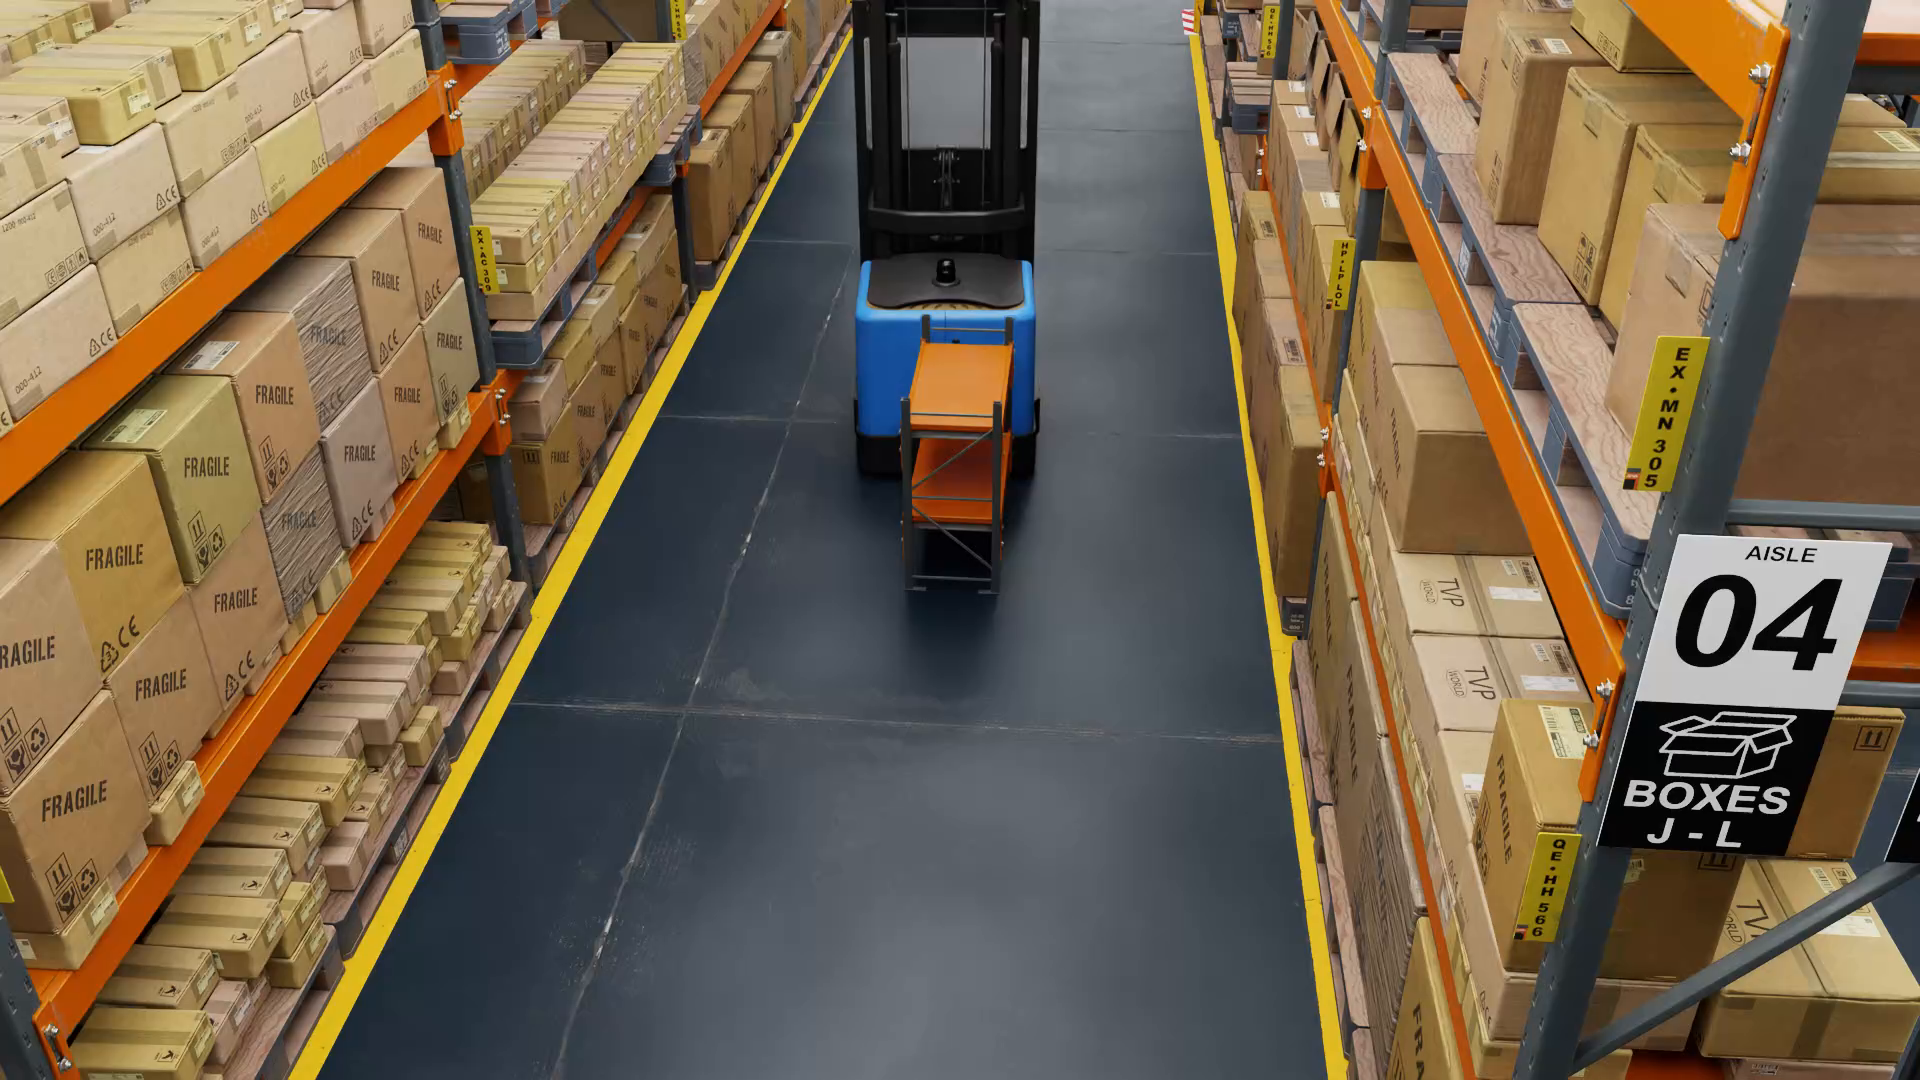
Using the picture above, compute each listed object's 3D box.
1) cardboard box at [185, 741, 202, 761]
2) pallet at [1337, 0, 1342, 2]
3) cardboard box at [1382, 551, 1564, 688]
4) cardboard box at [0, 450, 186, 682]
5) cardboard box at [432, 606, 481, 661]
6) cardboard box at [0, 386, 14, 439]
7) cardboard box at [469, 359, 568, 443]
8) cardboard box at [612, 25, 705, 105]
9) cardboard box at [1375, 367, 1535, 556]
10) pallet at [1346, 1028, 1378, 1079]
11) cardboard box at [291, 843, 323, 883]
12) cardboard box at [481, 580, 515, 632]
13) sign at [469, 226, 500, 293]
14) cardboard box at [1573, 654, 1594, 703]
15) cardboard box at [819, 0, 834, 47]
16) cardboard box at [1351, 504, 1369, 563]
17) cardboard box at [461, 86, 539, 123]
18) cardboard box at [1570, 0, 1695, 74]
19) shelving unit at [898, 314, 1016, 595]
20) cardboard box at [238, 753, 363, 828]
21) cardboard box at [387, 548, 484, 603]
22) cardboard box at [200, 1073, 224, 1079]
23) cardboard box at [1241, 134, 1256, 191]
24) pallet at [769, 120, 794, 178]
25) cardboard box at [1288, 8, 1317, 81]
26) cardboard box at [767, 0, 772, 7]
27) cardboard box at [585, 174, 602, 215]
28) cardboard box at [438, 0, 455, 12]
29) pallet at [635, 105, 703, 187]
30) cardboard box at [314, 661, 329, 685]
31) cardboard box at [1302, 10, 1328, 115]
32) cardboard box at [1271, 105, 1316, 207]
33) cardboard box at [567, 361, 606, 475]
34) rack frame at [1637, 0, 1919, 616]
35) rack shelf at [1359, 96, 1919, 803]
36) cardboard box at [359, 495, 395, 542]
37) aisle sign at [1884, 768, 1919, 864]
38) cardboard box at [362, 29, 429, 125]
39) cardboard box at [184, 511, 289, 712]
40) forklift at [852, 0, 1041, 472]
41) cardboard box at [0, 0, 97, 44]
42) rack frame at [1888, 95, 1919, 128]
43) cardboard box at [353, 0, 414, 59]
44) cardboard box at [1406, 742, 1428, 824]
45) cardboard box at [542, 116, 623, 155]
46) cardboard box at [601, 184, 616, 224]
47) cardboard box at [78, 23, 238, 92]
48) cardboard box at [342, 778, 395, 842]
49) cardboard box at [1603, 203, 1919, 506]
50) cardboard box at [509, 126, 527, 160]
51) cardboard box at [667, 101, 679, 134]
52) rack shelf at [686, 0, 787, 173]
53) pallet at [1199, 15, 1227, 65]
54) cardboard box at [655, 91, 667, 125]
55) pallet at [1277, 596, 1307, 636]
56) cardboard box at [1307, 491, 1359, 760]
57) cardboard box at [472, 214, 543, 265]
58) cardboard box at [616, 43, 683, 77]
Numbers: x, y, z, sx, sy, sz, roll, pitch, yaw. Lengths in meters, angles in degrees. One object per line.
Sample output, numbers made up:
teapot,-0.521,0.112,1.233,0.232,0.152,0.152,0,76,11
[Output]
cardboard box,-2.767,0.688,5.514,0.380,0.149,0.250,4,32,6
pallet,2.439,-3.040,8.645,1.003,0.211,1.213,4,32,6
cardboard box,1.772,0.284,5.789,0.500,0.250,0.500,3,32,4
cardboard box,-2.724,0.069,4.948,0.500,0.500,0.500,3,32,5
cardboard box,-2.457,0.429,7.728,0.380,0.149,0.250,1,32,2
cardboard box,-2.768,-0.286,4.139,0.500,0.250,0.500,4,32,6
cardboard box,-2.410,-0.750,8.875,0.500,0.250,0.500,1,32,2
cardboard box,-2.103,-3.298,11.647,0.500,0.500,0.500,3,32,5
cardboard box,1.822,-0.289,6.004,0.500,0.500,0.500,1,32,2
pallet,1.863,2.181,5.509,1.003,0.211,1.213,2,32,4
cardboard box,-2.695,1.251,6.394,0.380,0.149,0.250,1,32,2
cardboard box,-2.426,0.314,8.199,0.380,0.149,0.250,3,32,5
sign,-2.193,-1.290,7.659,0.100,0.325,0.005,2,32,4
cardboard box,2.264,0.579,5.311,0.500,0.250,0.500,1,32,2
cardboard box,-1.816,-5.672,17.220,0.875,0.875,0.875,2,32,3
cardboard box,1.784,-0.016,6.656,0.380,0.149,0.250,2,32,3
cardboard box,-2.725,-2.575,9.842,0.380,0.149,0.250,4,32,6
cardboard box,2.050,-1.500,4.661,0.500,0.250,0.500,1,32,2
shelving unit,-0.001,-0.475,8.949,0.538,1.125,1.048,2,32,4
cardboard box,-2.591,0.984,6.544,0.380,0.149,0.250,3,32,5
cardboard box,-2.485,0.174,7.859,0.380,0.149,0.250,3,32,5
cardboard box,-2.698,1.926,5.583,0.380,0.149,0.250,3,32,5
cardboard box,2.678,-3.121,13.418,0.700,0.500,0.500,0,32,0
pallet,-2.070,-3.530,14.777,1.003,0.211,1.213,2,32,4
cardboard box,2.531,-3.273,11.206,0.500,0.500,0.500,-1,32,-2
cardboard box,-1.859,-4.882,14.218,0.500,0.500,0.500,2,32,4
cardboard box,-2.163,-1.873,8.986,0.380,0.149,0.250,4,32,6
cardboard box,-2.594,-2.632,7.308,0.700,0.500,0.500,3,32,4
pallet,-2.360,-2.573,10.749,1.213,0.211,1.003,2,32,4
cardboard box,-3.022,0.550,7.532,0.380,0.149,0.250,1,32,1
cardboard box,2.451,-2.855,9.973,0.797,0.503,0.637,3,32,6
cardboard box,2.177,-2.298,10.024,0.500,0.500,0.500,2,32,3
cardboard box,-2.368,-0.707,9.520,0.500,0.500,0.500,4,32,6
rack frame,1.876,-1.138,2.520,1.000,3.000,0.127,2,32,4
rack shelf,2.038,-0.601,5.192,1.077,0.370,4.000,2,32,4
cardboard box,-2.555,-0.121,6.826,0.380,0.149,0.250,1,32,2
aisle sign,2.169,0.359,3.330,0.394,0.787,0.004,2,32,4
cardboard box,-2.505,-1.886,6.734,0.500,0.250,0.500,3,32,5
cardboard box,-2.677,0.222,5.651,0.500,0.500,0.500,3,32,5
forklift,-0.080,-2.377,10.313,1.130,2.935,3.031,0,32,0
cardboard box,-3.154,-1.709,5.592,0.380,0.149,0.250,4,32,6
rack frame,7.789,-4.647,13.932,1.000,3.000,0.127,2,32,4
cardboard box,-2.518,-2.114,6.629,0.500,0.250,0.500,1,32,2
cardboard box,1.658,0.788,5.351,0.380,0.149,0.250,2,32,3
cardboard box,-2.121,-2.269,9.345,0.380,0.149,0.250,3,32,5
cardboard box,-2.142,-1.882,9.284,0.380,0.149,0.250,2,32,3
cardboard box,-2.567,-1.550,5.334,0.380,0.149,0.250,2,32,3
cardboard box,-2.585,1.116,6.897,0.380,0.149,0.250,2,32,4
cardboard box,1.865,-0.399,3.589,0.700,0.500,0.500,1,32,1
cardboard box,-2.751,-2.313,9.700,0.380,0.149,0.250,2,32,4
cardboard box,-2.012,-2.697,10.606,0.380,0.149,0.250,2,32,4
rack shelf,-2.245,-3.772,13.197,1.077,0.370,4.000,2,32,4
pallet,3.071,-5.301,17.650,1.003,0.211,1.213,2,32,4
cardboard box,-2.034,-2.676,10.288,0.380,0.149,0.250,3,32,5
pallet,2.189,0.105,8.879,1.003,0.211,1.213,2,32,4
cardboard box,2.068,0.392,7.380,0.875,0.875,0.875,2,32,4
cardboard box,-2.243,-1.452,8.019,0.380,0.149,0.250,4,32,6
cardboard box,-1.991,-3.081,10.663,0.380,0.149,0.250,1,32,2
